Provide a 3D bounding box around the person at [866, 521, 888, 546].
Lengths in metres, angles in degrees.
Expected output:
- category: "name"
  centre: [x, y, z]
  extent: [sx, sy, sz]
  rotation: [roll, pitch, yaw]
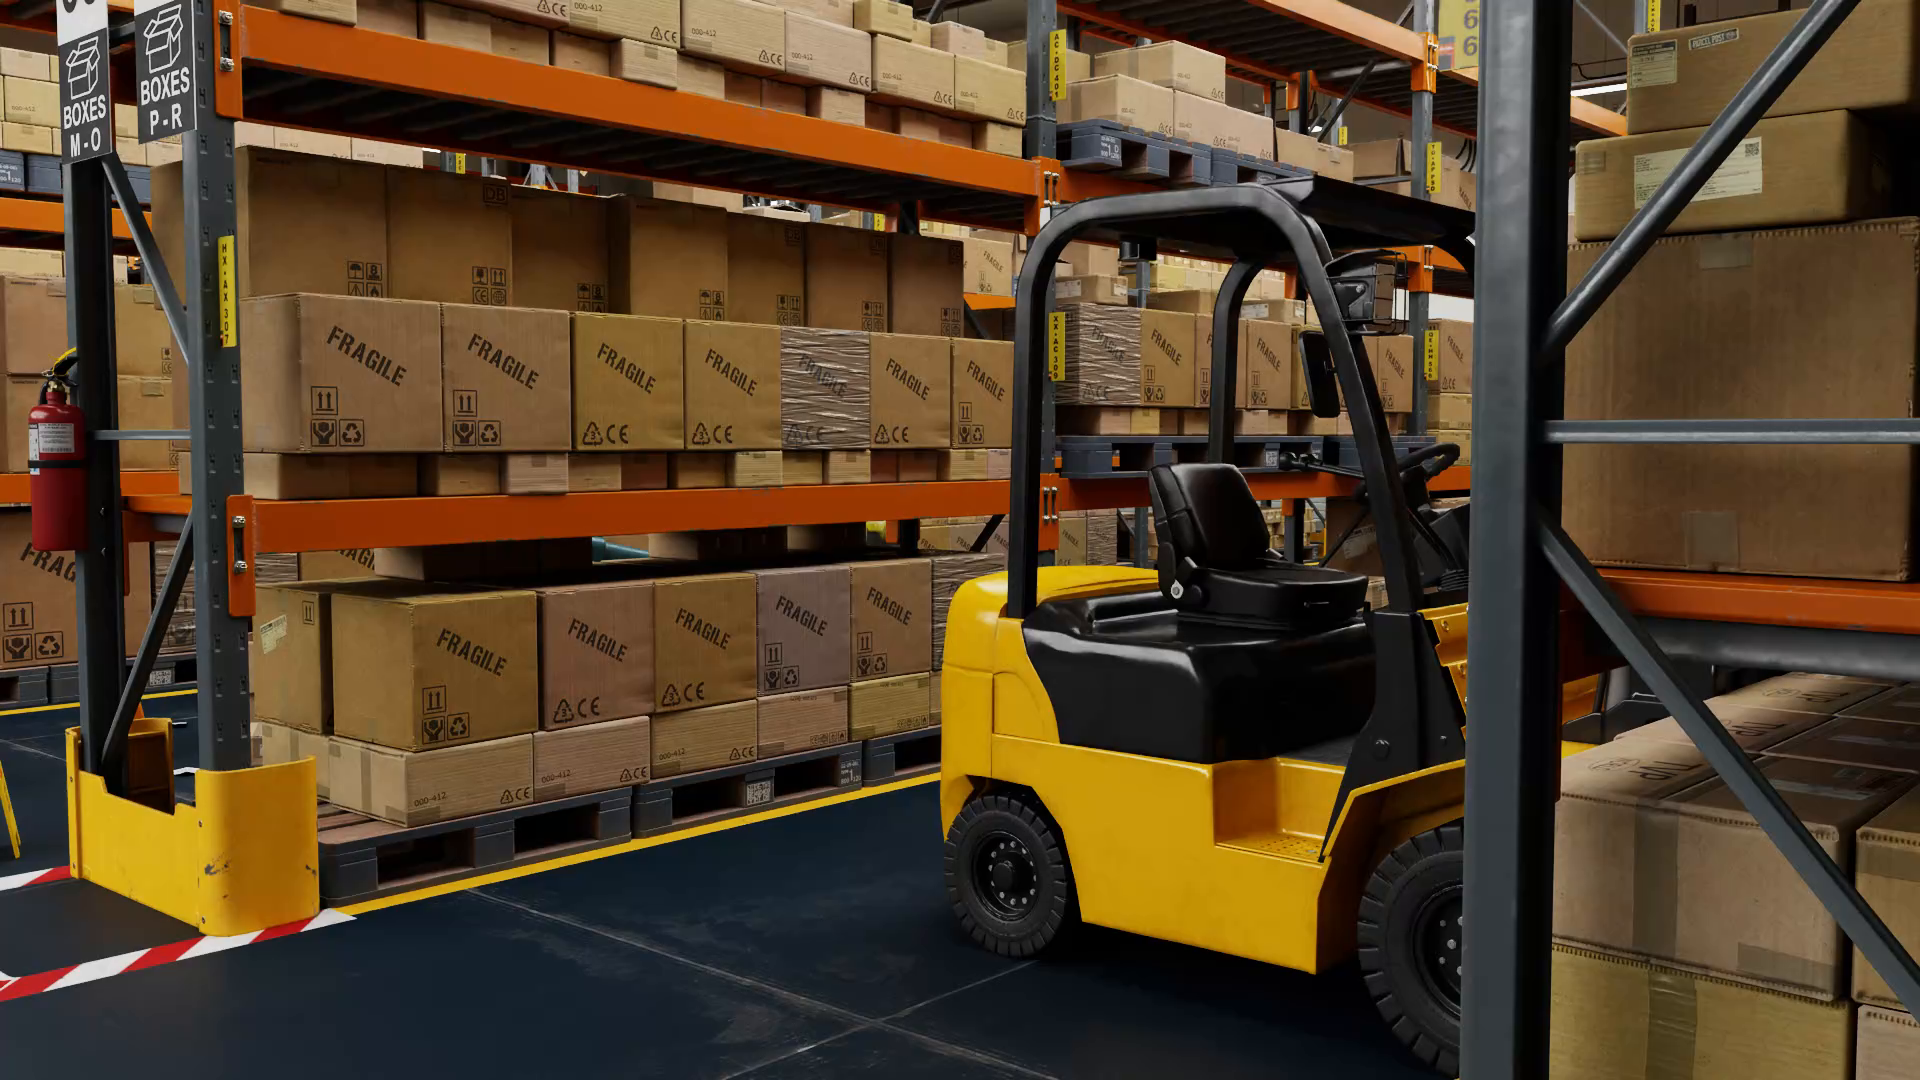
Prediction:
- category: "person"
  centre: [-0.716, -0.075, 11.293]
  extent: [0.539, 1.774, 0.549]
  rotation: [3, 5, 41]
